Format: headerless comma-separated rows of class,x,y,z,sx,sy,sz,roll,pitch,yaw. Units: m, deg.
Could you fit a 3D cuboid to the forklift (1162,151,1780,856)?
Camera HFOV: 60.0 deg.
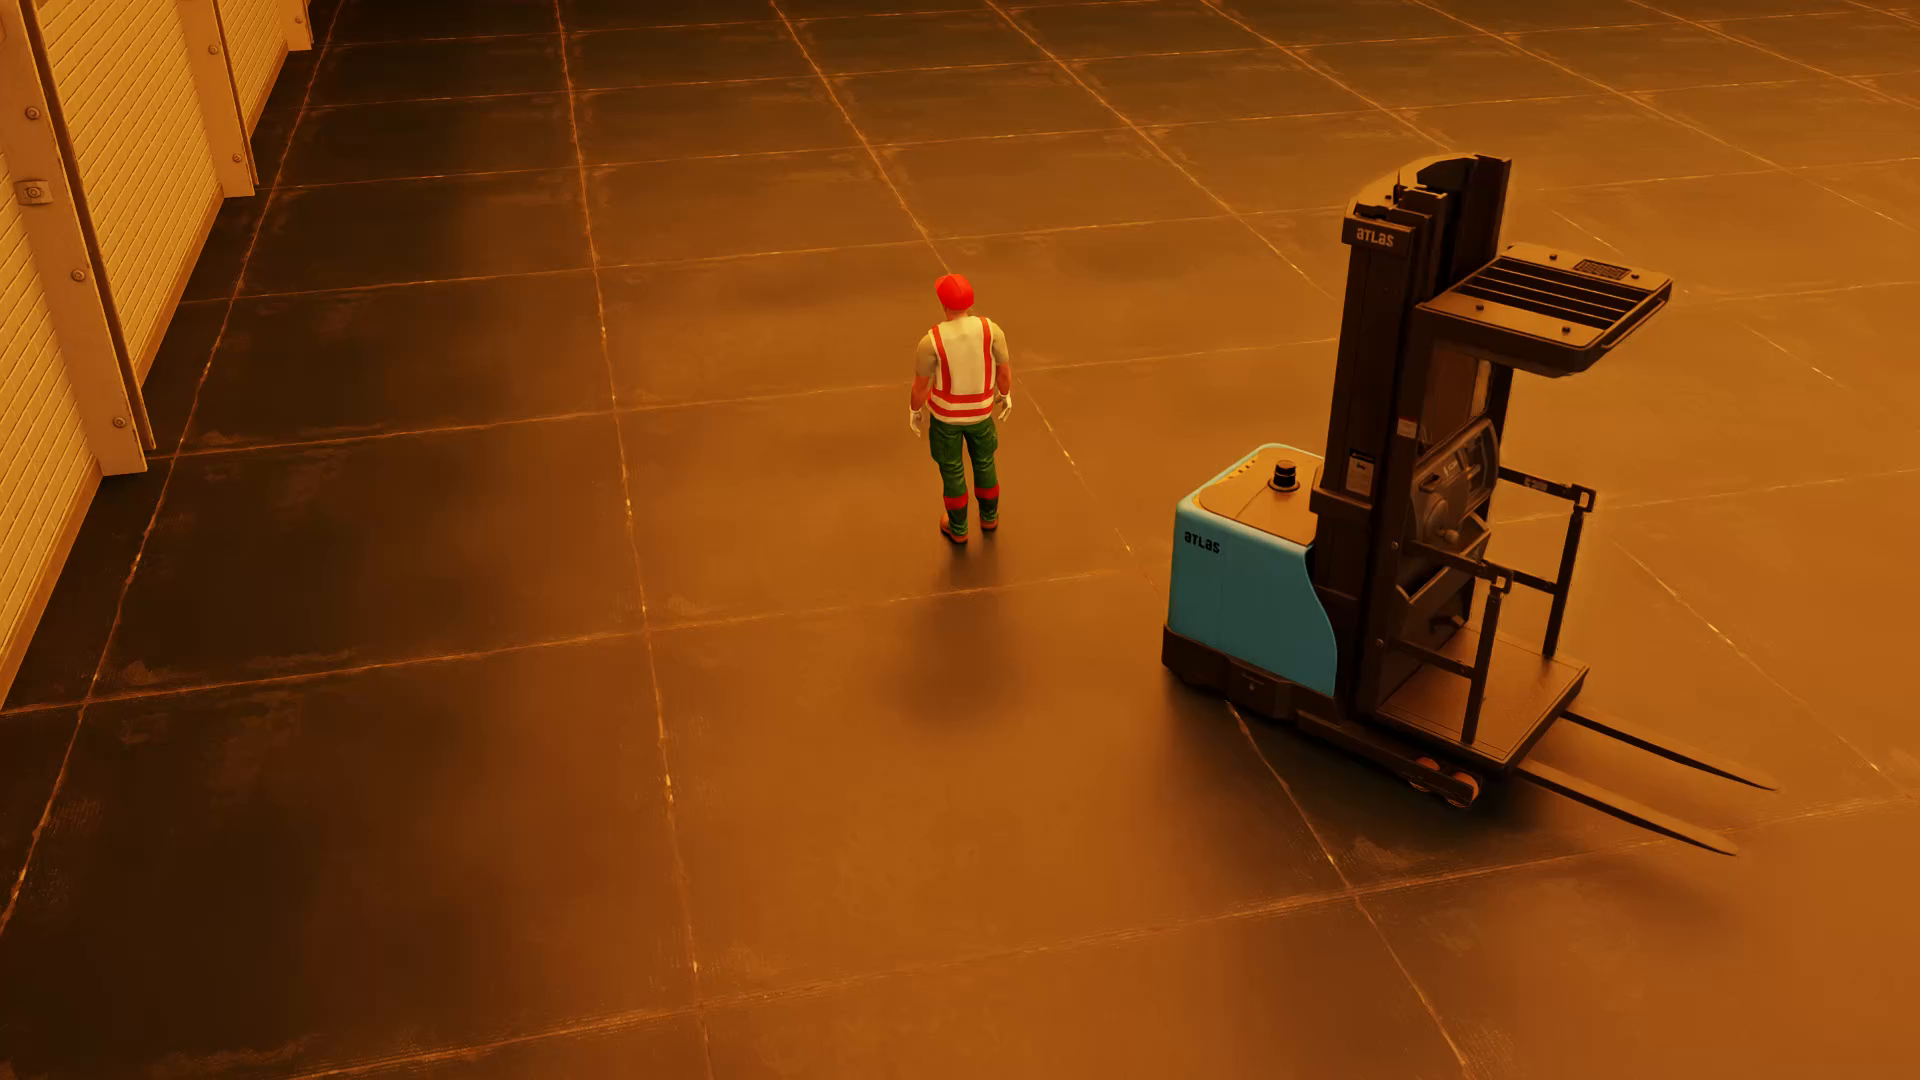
forklift,2.575,-0.250,8.006,3.031,2.935,1.130,22,37,33

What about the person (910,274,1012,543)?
person,-0.007,-0.821,10.118,0.638,1.787,0.564,-7,31,-12
